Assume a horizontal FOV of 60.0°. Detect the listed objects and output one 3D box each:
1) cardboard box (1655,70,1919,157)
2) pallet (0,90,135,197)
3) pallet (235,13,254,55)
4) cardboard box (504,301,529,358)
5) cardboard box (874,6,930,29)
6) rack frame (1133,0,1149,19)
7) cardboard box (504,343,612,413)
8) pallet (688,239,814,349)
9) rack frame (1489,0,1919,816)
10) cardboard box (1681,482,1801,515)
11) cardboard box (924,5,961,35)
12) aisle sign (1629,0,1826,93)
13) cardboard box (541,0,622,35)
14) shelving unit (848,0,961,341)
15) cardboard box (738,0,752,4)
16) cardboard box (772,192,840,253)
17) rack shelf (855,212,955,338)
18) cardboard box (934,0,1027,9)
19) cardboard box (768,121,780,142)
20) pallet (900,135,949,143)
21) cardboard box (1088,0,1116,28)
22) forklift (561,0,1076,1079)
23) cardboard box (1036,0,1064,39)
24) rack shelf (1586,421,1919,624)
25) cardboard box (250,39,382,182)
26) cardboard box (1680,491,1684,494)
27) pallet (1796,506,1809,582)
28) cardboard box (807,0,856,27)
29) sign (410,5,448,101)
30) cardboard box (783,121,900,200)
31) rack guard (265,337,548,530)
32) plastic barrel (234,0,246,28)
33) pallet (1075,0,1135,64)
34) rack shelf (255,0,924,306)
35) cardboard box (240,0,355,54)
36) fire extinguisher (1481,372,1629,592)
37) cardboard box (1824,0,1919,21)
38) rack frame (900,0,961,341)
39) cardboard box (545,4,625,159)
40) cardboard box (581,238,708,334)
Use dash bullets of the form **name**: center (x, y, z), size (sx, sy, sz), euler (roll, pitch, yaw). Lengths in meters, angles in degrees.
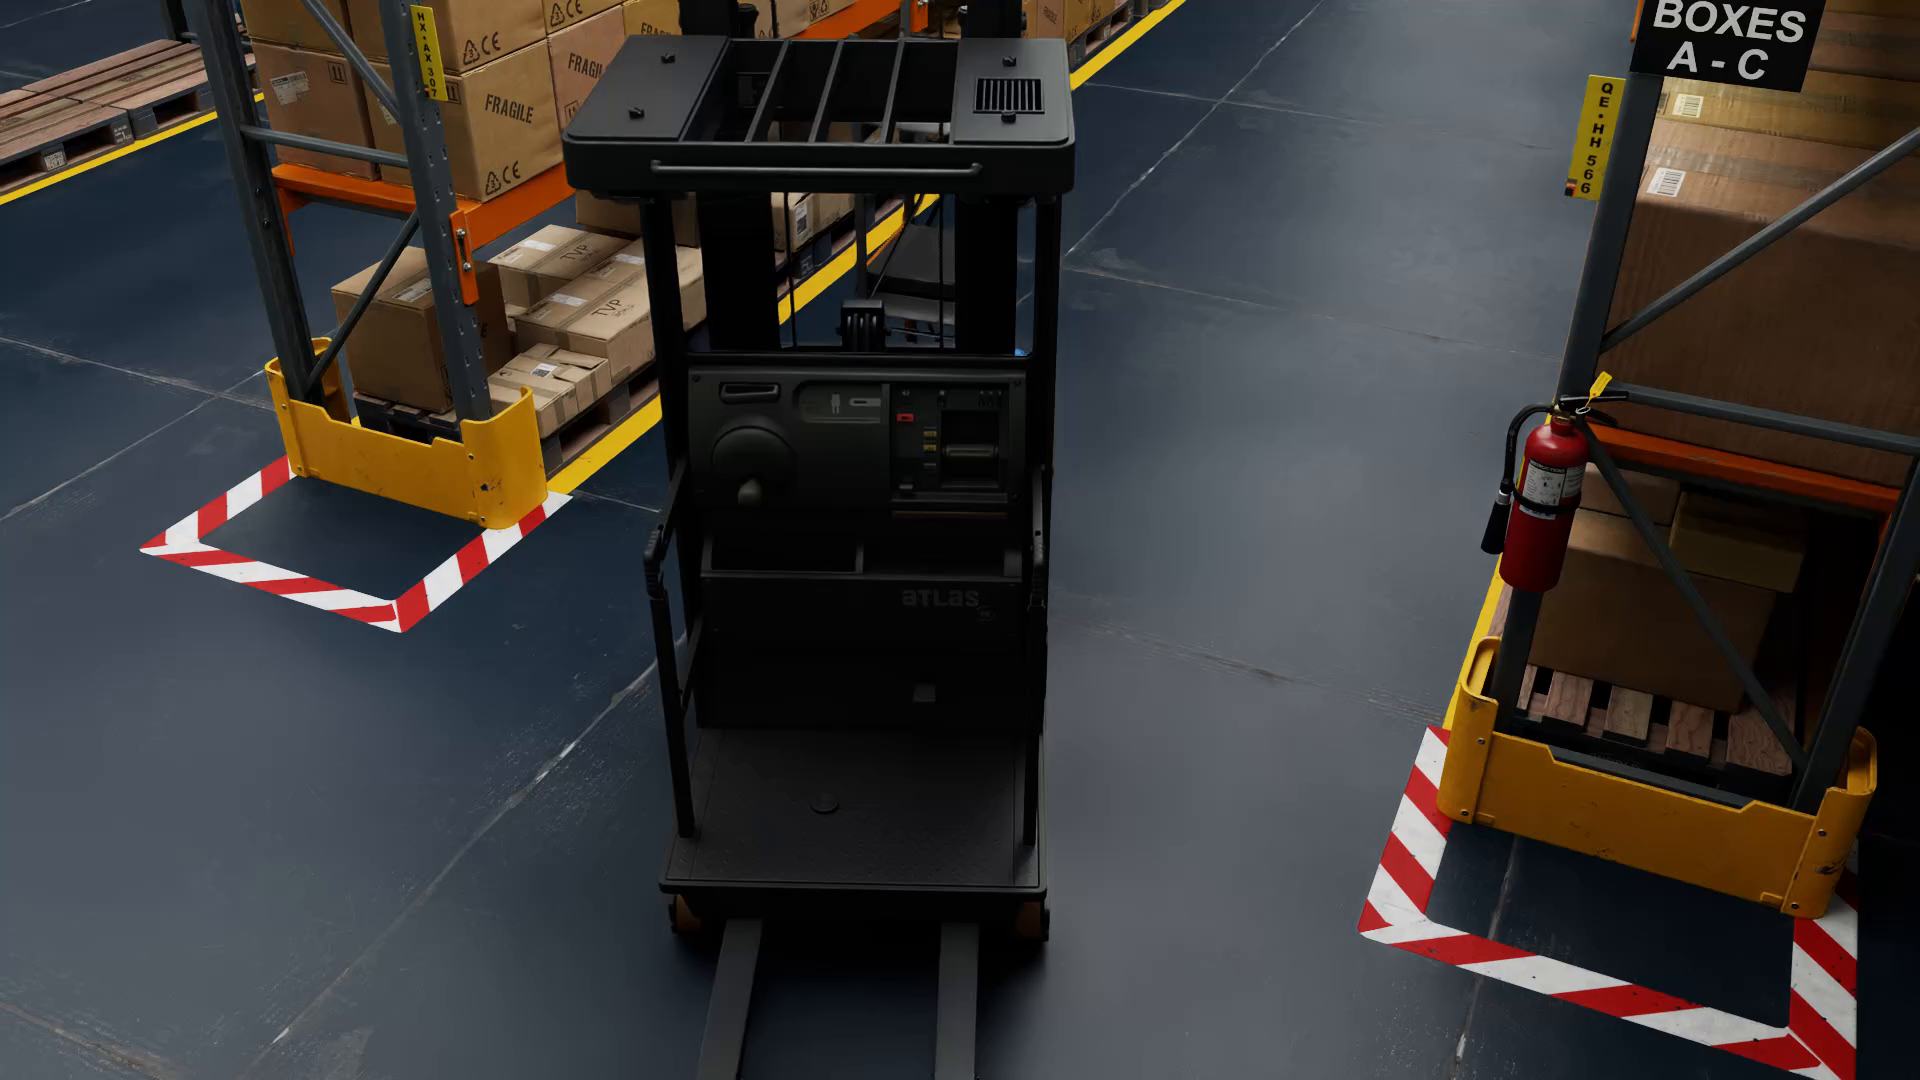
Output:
- **cardboard box**: center (2.645, -1.077, 5.384), size (0.980, 0.700, 0.700), euler (14, 36, 20)
- **pallet**: center (-5.959, -2.444, 10.285), size (1.003, 0.211, 1.213), euler (14, 36, 20)
- **pallet**: center (-4.817, -3.804, 12.359), size (1.003, 0.211, 1.213), euler (14, 36, 20)
- **cardboard box**: center (-2.099, -0.973, 7.680), size (0.380, 0.166, 0.250), euler (14, 36, 20)
- **cardboard box**: center (-0.520, -3.152, 10.699), size (0.500, 0.500, 0.500), euler (14, 36, 21)
- **rack frame**: center (0.993, -5.449, 12.325), size (1.000, 3.000, 0.127), euler (14, 36, 20)
- **cardboard box**: center (-1.762, -0.718, 7.293), size (0.380, 0.166, 0.250), euler (14, 36, 20)
- **pallet**: center (-1.478, -1.339, 8.600), size (1.003, 0.211, 1.213), euler (14, 36, 20)
- **rack frame**: center (2.147, -0.330, 4.518), size (1.000, 3.000, 0.127), euler (14, 36, 20)
- **cardboard box**: center (2.689, -0.248, 5.698), size (0.380, 0.149, 0.250), euler (14, 36, 21)
- **cardboard box**: center (-0.044, -3.049, 10.543), size (0.500, 0.500, 0.500), euler (15, 36, 21)
- **aisle sign**: center (1.844, -1.451, 3.856), size (0.394, 0.787, 0.004), euler (14, 36, 20)
- **cardboard box**: center (-1.717, -2.348, 6.592), size (0.500, 0.500, 0.500), euler (15, 36, 21)
- **shelving unit**: center (-0.097, -0.874, 6.168), size (0.431, 2.100, 0.503), euler (10, 35, 15)
- **cardboard box**: center (-1.295, -2.423, 7.619), size (0.500, 0.500, 0.500), euler (15, 36, 21)
- **cardboard box**: center (-0.975, -1.794, 8.802), size (0.500, 0.311, 0.500), euler (14, 36, 20)
- **rack shelf**: center (-0.097, -0.862, 6.175), size (0.431, 0.518, 0.480), euler (10, 35, 15)
- **cardboard box**: center (0.162, -3.593, 10.688), size (0.500, 0.250, 0.500), euler (14, 36, 21)
- **cardboard box**: center (-1.053, -2.357, 9.660), size (0.500, 0.311, 0.500), euler (14, 36, 20)
- **pallet**: center (-0.374, -2.705, 10.683), size (1.003, 0.211, 1.213), euler (14, 36, 20)
- **cardboard box**: center (0.815, -4.068, 12.097), size (0.500, 0.500, 0.500), euler (16, 36, 22)
- **forklift**: center (-0.288, -0.219, 4.411), size (1.130, 2.935, 3.031), euler (1, 33, 1)
- **cardboard box**: center (0.384, -3.548, 11.304), size (0.500, 0.500, 0.500), euler (13, 35, 19)
- **rack shelf**: center (2.984, -1.026, 6.235), size (1.077, 0.370, 4.000), euler (14, 36, 20)
- **cardboard box**: center (-2.414, -1.792, 6.657), size (0.500, 0.500, 0.500), euler (15, 36, 22)
- **cardboard box**: center (2.558, -0.082, 6.035), size (0.700, 0.500, 0.500), euler (14, 36, 20)
- **pallet**: center (2.922, -0.186, 6.841), size (1.003, 0.211, 1.213), euler (14, 36, 20)
- **cardboard box**: center (-0.871, -2.934, 8.398), size (0.500, 0.500, 0.500), euler (15, 36, 22)
- **sign**: center (-1.861, -1.703, 5.822), size (0.100, 0.325, 0.005), euler (14, 36, 20)
- **cardboard box**: center (-0.661, -2.247, 9.320), size (0.500, 0.500, 0.500), euler (14, 36, 20)
- **rack guard**: center (-2.322, -0.458, 6.992), size (1.175, 0.500, 0.348), euler (14, 36, 20)
- **plastic barrel**: center (-4.935, -4.161, 11.890), size (0.600, 0.901, 0.708), euler (14, 36, 20)
- **pallet**: center (0.646, -3.920, 12.536), size (1.003, 0.211, 1.213), euler (14, 36, 20)
- **rack shelf**: center (-1.517, -2.160, 7.965), size (1.077, 0.370, 4.000), euler (14, 36, 20)
- **cardboard box**: center (-2.417, -2.210, 6.381), size (0.500, 0.500, 0.500), euler (14, 36, 20)
- **fire extinguisher**: center (1.665, -0.173, 4.689), size (0.296, 0.674, 0.183), euler (14, 36, 20)
- **cardboard box**: center (3.268, -1.819, 6.516), size (0.980, 0.700, 0.700), euler (13, 36, 19)
- **rack frame**: center (-0.019, -1.001, 6.361), size (0.400, 2.100, 0.015), euler (10, 35, 15)
- **cardboard box**: center (-1.718, -1.926, 6.860), size (0.500, 0.500, 0.500), euler (14, 36, 20)
- **cardboard box**: center (-1.450, -1.203, 7.955), size (0.500, 0.250, 0.500), euler (14, 36, 20)
